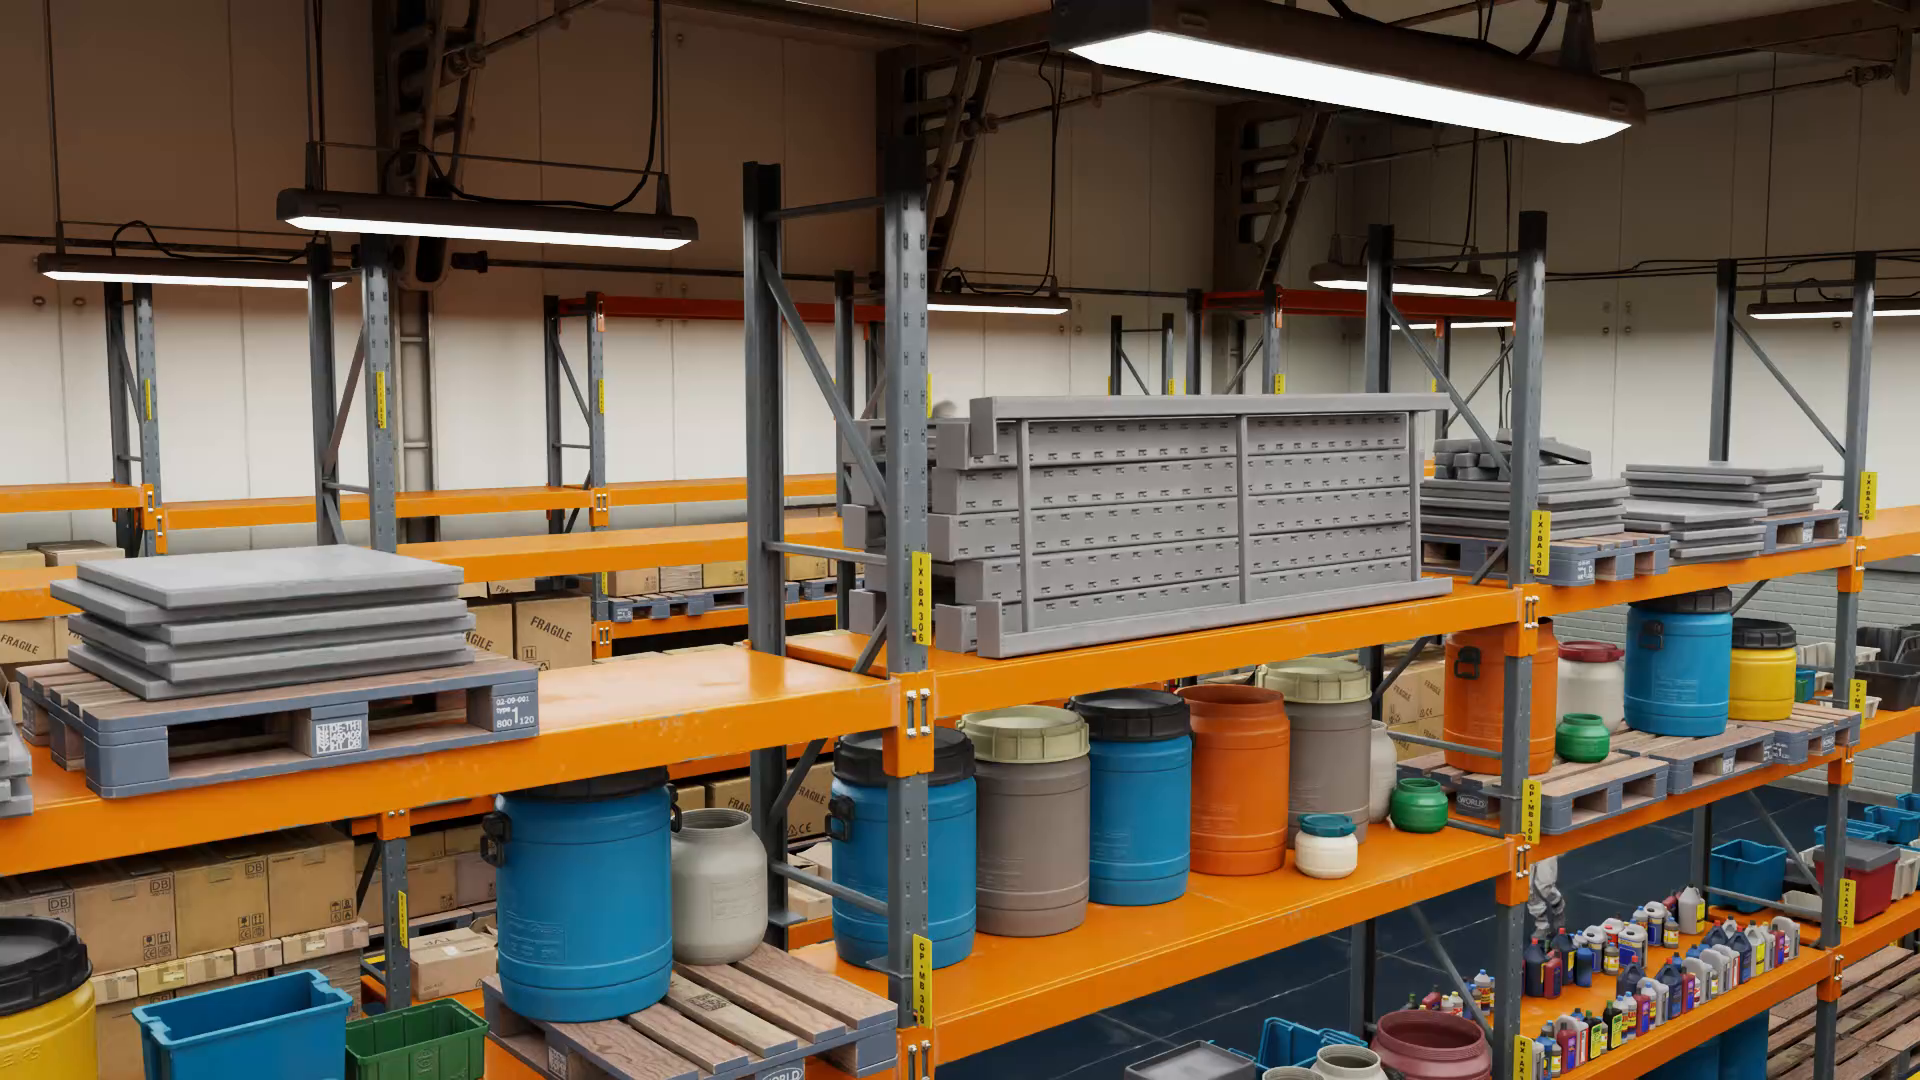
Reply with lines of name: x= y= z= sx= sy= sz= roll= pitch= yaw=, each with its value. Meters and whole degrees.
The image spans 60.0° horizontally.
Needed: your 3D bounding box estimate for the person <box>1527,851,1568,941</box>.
person: x=5.329 y=2.821 z=15.359 sx=0.663 sy=1.750 sz=0.591 roll=5 pitch=7 yaw=41
